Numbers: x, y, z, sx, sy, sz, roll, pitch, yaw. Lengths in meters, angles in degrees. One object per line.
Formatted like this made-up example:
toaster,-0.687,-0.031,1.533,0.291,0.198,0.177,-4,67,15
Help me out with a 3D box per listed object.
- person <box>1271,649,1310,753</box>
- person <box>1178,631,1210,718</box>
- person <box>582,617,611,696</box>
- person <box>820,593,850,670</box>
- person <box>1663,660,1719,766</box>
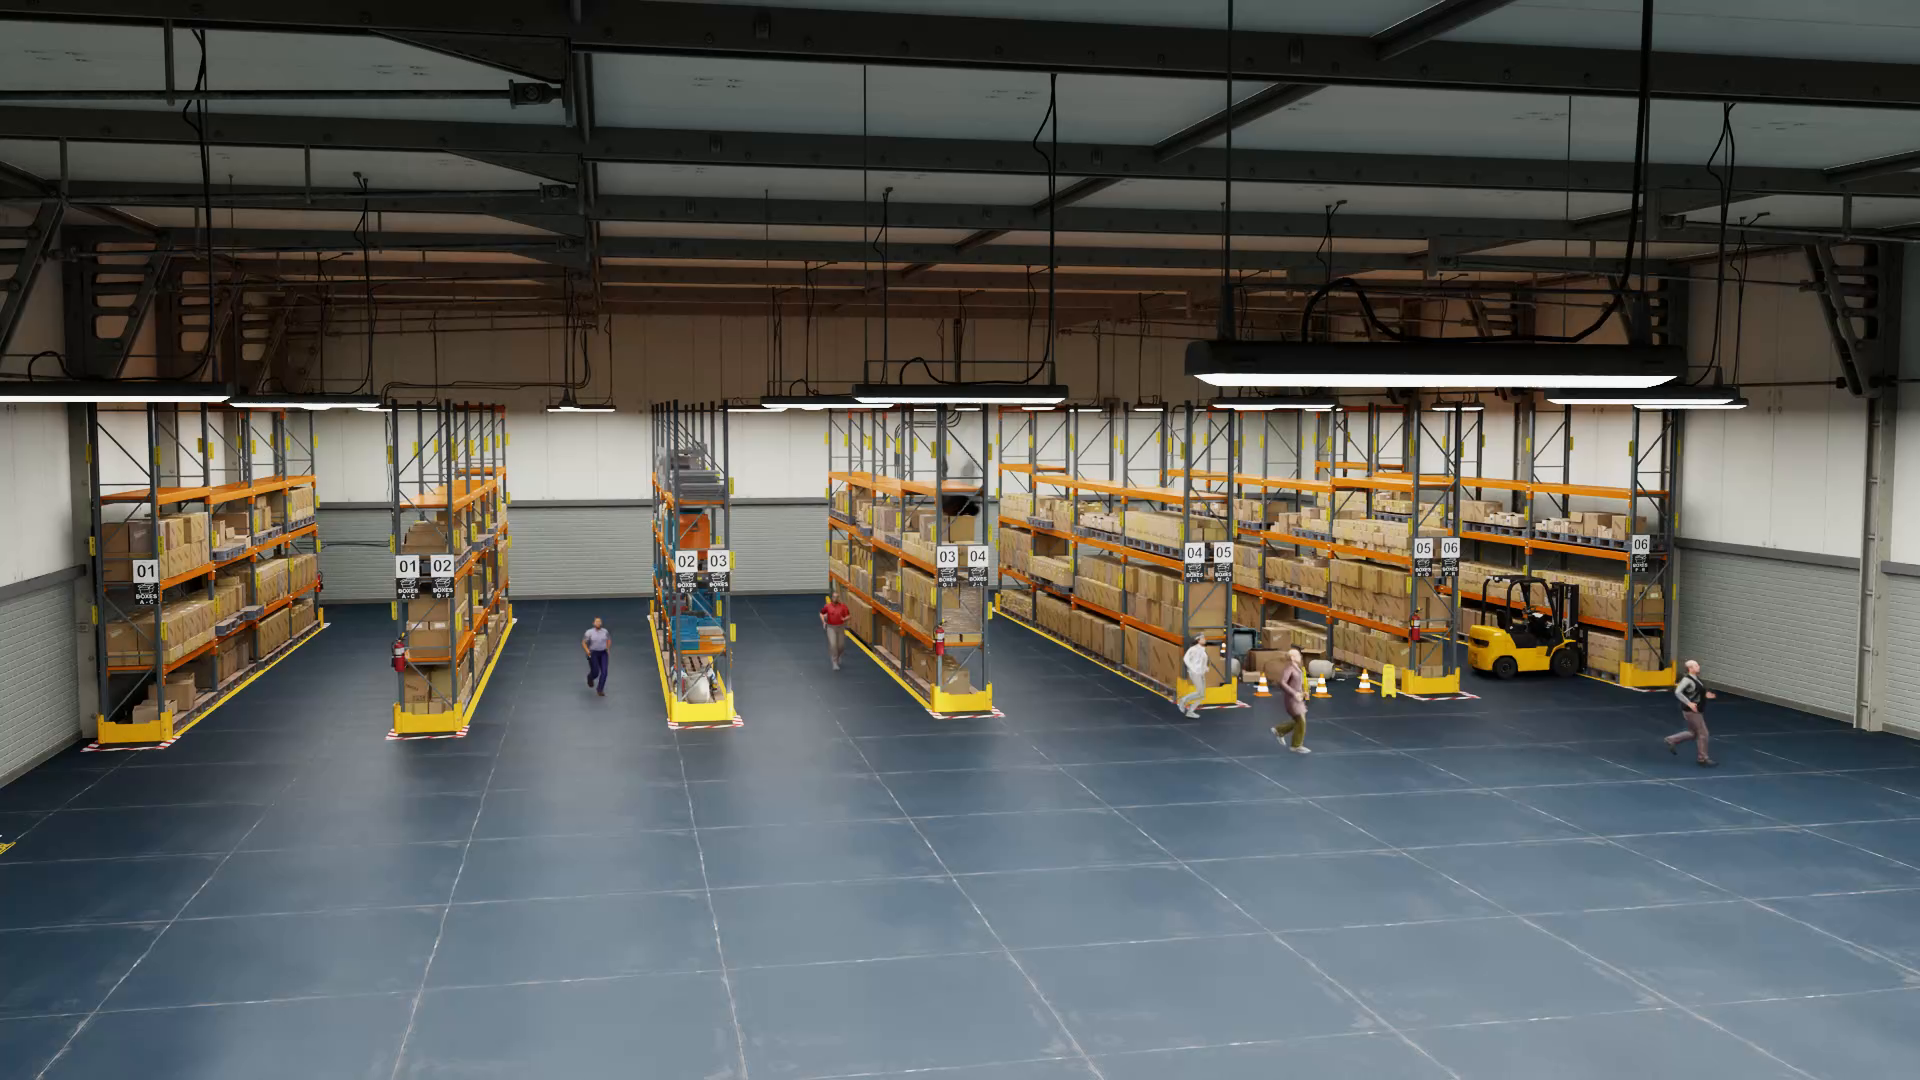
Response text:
person,5.611,2.725,28.242,0.719,1.750,0.721,2,5,27
person,4.488,2.537,31.583,0.532,1.613,0.633,3,5,32
person,-7.406,2.369,33.999,0.608,1.608,0.607,-2,5,-28
person,-2.803,2.033,37.517,0.673,1.699,0.944,-1,4,-14
person,11.990,2.815,27.255,0.896,1.698,0.668,3,5,36
